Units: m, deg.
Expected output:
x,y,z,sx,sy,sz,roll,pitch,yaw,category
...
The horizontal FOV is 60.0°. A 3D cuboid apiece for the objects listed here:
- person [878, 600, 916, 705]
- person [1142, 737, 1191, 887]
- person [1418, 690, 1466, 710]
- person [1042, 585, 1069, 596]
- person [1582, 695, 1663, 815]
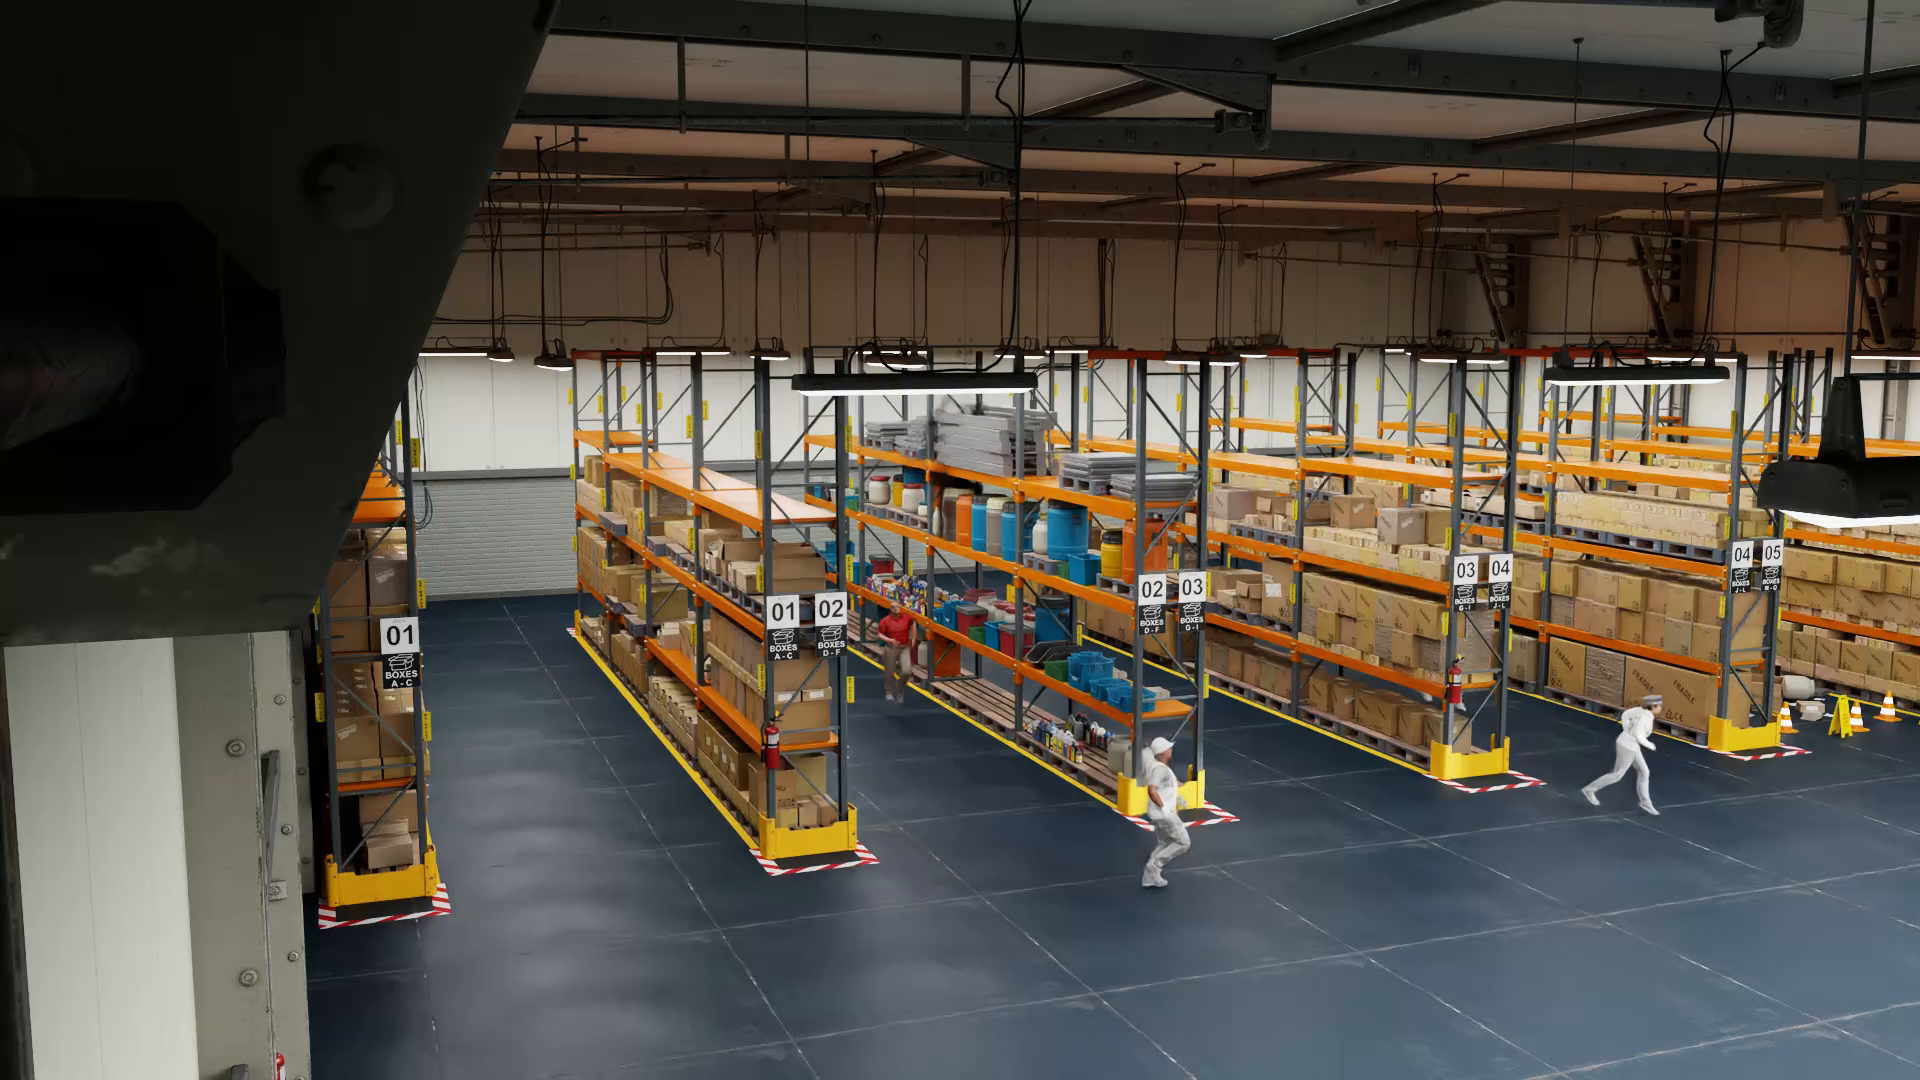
x,y,z,sx,sy,sz,roll,pitch,yaw,category
-1.006,1.842,27.104,0.682,1.739,0.791,-2,7,-13,person
2.361,3.114,18.978,0.544,1.738,0.695,0,7,-4,person
8.278,1.944,28.282,0.731,1.837,0.988,-3,8,-26,person
1.923,1.283,31.535,0.715,1.751,0.691,-4,8,-30,person
8.778,2.829,22.040,0.984,1.627,0.655,1,7,11,person
